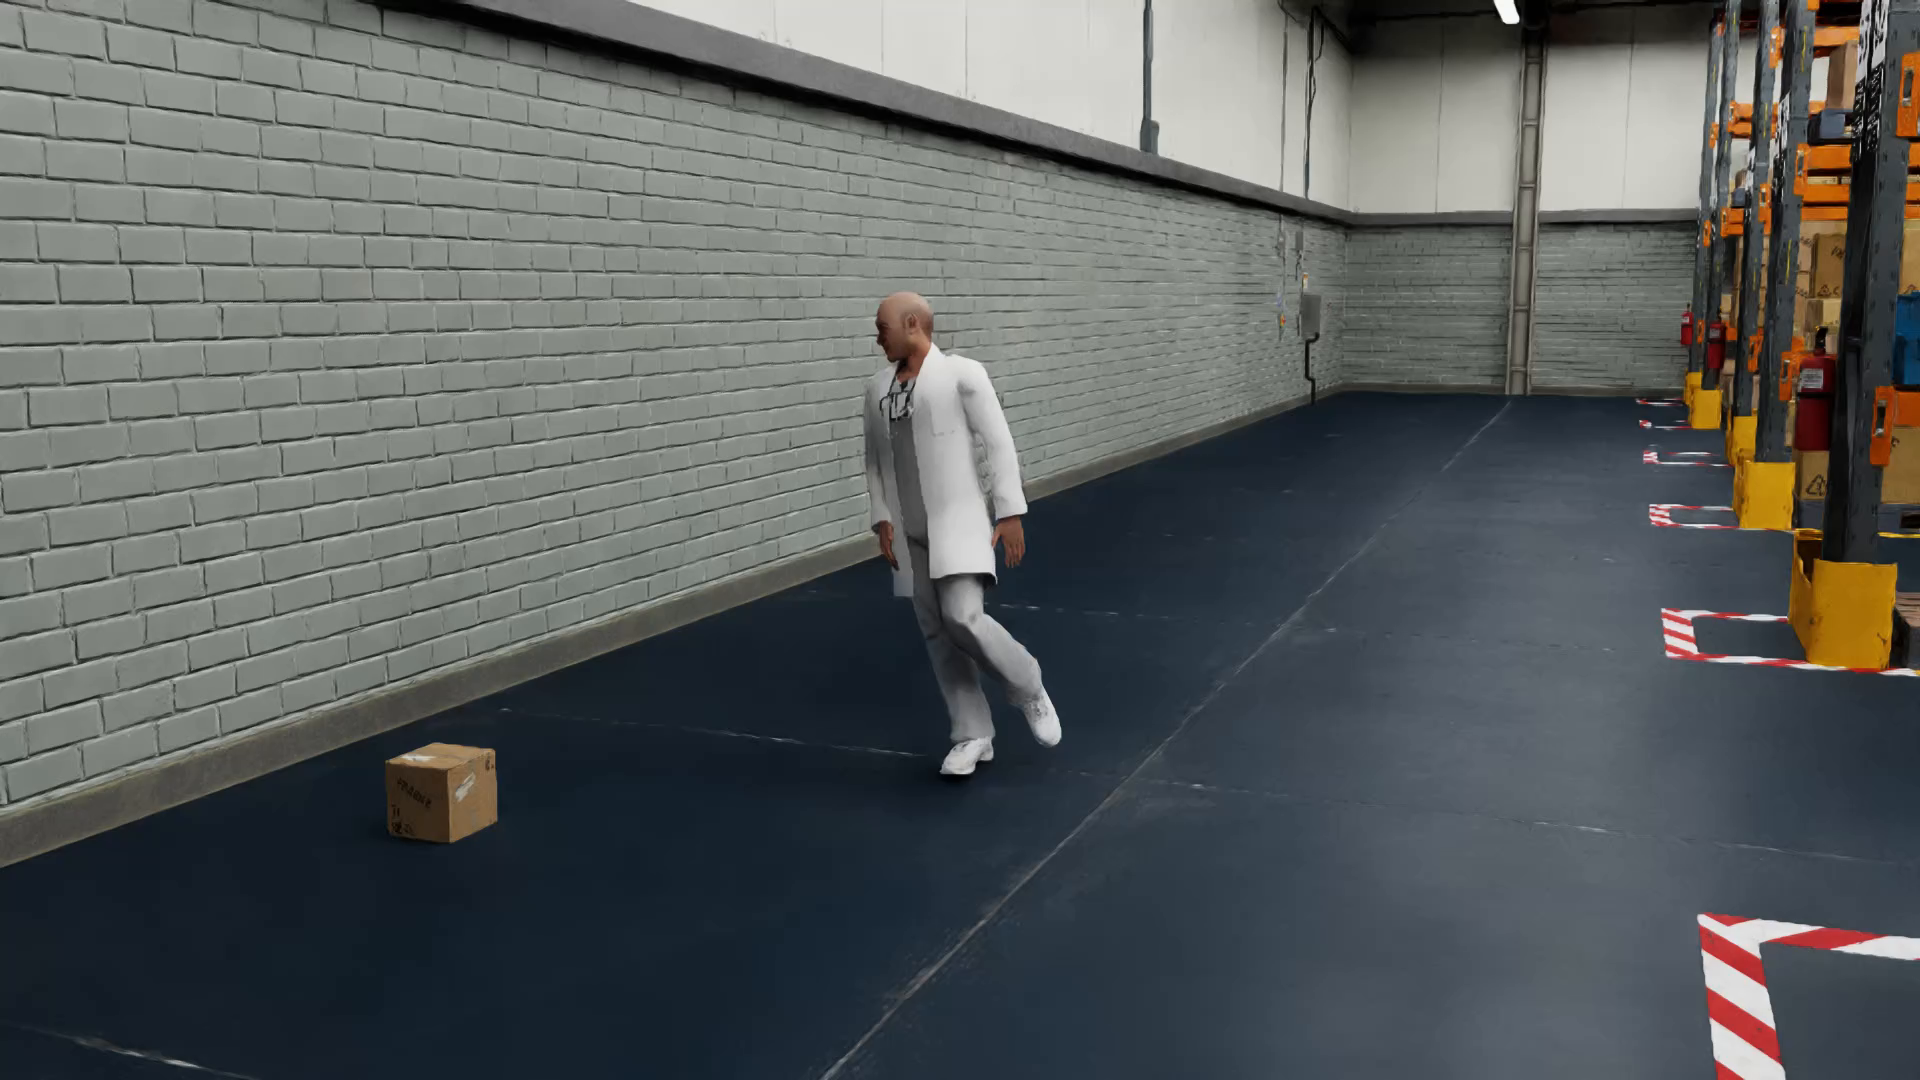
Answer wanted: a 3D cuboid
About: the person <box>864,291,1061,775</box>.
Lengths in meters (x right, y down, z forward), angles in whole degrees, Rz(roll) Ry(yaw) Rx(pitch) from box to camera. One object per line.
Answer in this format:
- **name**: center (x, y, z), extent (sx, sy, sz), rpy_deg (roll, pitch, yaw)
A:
- **person**: center (-0.030, -0.040, 6.163), extent (0.756, 1.748, 0.561), rpy_deg (5, 10, 32)
